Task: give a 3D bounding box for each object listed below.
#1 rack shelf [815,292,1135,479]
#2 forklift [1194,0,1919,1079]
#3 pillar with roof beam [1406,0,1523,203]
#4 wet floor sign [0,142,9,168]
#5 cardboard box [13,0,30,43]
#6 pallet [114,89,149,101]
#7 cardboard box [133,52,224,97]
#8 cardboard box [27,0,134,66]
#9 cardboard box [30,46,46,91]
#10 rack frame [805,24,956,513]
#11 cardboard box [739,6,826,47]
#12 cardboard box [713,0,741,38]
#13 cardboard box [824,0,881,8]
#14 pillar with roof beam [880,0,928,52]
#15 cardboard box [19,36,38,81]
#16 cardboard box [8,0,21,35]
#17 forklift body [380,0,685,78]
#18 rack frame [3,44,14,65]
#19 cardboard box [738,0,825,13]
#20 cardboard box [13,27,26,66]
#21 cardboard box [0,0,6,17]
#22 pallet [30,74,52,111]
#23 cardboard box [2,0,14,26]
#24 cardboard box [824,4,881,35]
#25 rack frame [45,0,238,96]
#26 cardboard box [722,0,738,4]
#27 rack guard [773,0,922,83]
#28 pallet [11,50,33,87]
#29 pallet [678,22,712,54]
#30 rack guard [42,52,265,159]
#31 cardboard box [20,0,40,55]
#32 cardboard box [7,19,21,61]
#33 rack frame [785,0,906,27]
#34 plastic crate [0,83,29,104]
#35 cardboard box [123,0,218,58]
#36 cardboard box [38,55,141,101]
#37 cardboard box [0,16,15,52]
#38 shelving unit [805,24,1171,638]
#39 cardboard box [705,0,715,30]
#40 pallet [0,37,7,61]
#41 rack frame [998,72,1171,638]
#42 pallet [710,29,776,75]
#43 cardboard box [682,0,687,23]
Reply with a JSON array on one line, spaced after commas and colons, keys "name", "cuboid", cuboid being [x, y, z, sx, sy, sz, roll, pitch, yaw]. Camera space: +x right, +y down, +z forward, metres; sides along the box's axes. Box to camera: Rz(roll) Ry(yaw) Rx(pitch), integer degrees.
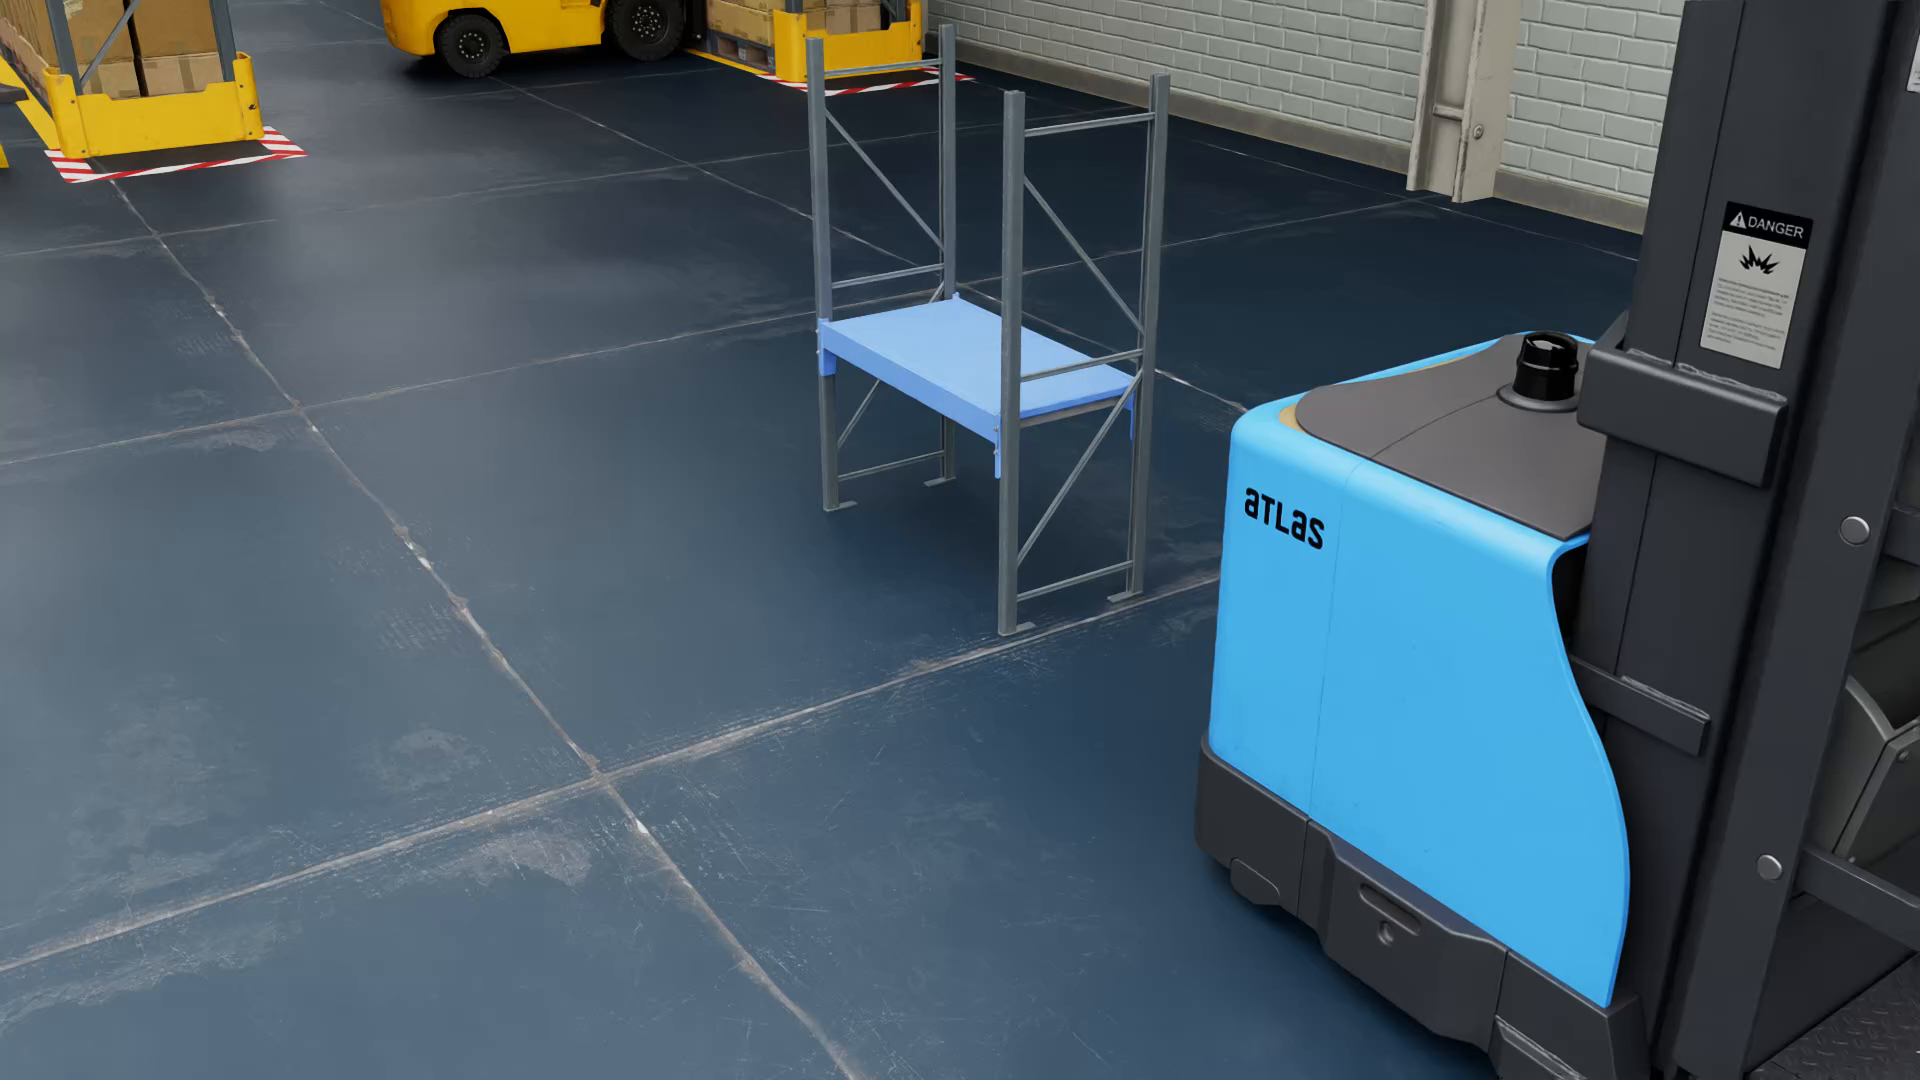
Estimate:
[{"name": "rack shelf", "cuboid": [0.047, -0.485, 4.942, 0.538, 0.185, 1.000, -16, 29, -30]}, {"name": "forklift", "cuboid": [1.775, -0.212, 2.265, 1.130, 2.935, 3.031, -17, 30, -31]}, {"name": "pillar with roof beam", "cuboid": [-0.827, -5.036, 5.377, 9.100, 9.000, 0.400, -16, 29, -30]}, {"name": "wet floor sign", "cuboid": [-5.820, -2.473, 9.733, 0.267, 0.644, 0.232, -6, 26, -12]}, {"name": "cardboard box", "cuboid": [-6.241, -3.735, 11.498, 0.500, 0.500, 0.500, -16, 30, -31]}, {"name": "pallet", "cuboid": [-5.483, -2.920, 11.189, 1.003, 0.211, 1.213, -16, 29, -30]}, {"name": "cardboard box", "cuboid": [-5.236, -3.155, 11.148, 0.500, 0.250, 0.500, -16, 30, -30]}, {"name": "cardboard box", "cuboid": [-5.683, -3.367, 10.718, 0.500, 0.500, 0.500, -15, 29, -29]}, {"name": "cardboard box", "cuboid": [-5.970, -3.215, 11.276, 0.500, 0.250, 0.500, -15, 29, -29]}, {"name": "rack frame", "cuboid": [-0.231, -0.830, 5.250, 0.500, 1.500, 0.032, -16, 29, -30]}, {"name": "cardboard box", "cuboid": [-1.392, -4.054, 13.053, 0.500, 0.250, 0.500, -15, 29, -29]}, {"name": "cardboard box", "cuboid": [-1.655, -4.234, 13.435, 0.500, 0.250, 0.500, -16, 29, -30]}, {"name": "cardboard box", "cuboid": [-0.953, -4.402, 13.205, 0.500, 0.250, 0.500, -15, 29, -29]}, {"name": "pillar with roof beam", "cuboid": [-4.103, -7.182, 9.923, 9.100, 9.000, 0.400, -16, 29, -30]}, {"name": "cardboard box", "cuboid": [-6.261, -3.401, 11.670, 0.500, 0.250, 0.500, -17, 30, -31]}, {"name": "cardboard box", "cuboid": [-6.531, -3.923, 11.897, 0.500, 0.500, 0.500, -14, 29, -27]}, {"name": "forklift body", "cuboid": [-3.434, -4.883, 13.073, 2.313, 2.155, 1.214, -16, 29, -30]}, {"name": "rack frame", "cuboid": [-7.211, -5.286, 12.934, 1.000, 3.000, 0.127, -16, 29, -30]}, {"name": "cardboard box", "cuboid": [-1.398, -4.287, 12.961, 0.500, 0.250, 0.500, -16, 30, -30]}, {"name": "cardboard box", "cuboid": [-6.523, -3.581, 12.051, 0.500, 0.250, 0.500, -16, 30, -30]}, {"name": "cardboard box", "cuboid": [-7.115, -4.298, 12.690, 0.500, 0.500, 0.500, -14, 29, -27]}, {"name": "pallet", "cuboid": [-6.145, -3.356, 12.112, 1.003, 0.211, 1.213, -16, 29, -30]}, {"name": "cardboard box", "cuboid": [-6.813, -4.109, 12.291, 0.500, 0.500, 0.500, -14, 29, -28]}, {"name": "cardboard box", "cuboid": [-0.975, -4.181, 13.322, 0.500, 0.250, 0.500, -15, 29, -29]}, {"name": "rack frame", "cuboid": [-5.027, -3.855, 9.903, 1.000, 3.000, 0.127, -16, 29, -30]}, {"name": "cardboard box", "cuboid": [-1.663, -4.469, 13.346, 0.500, 0.250, 0.500, -16, 30, -30]}, {"name": "rack guard", "cuboid": [-0.858, -3.874, 12.871, 1.175, 0.500, 0.348, -16, 29, -30]}, {"name": "pallet", "cuboid": [-6.815, -3.793, 13.037, 1.003, 0.211, 1.213, -16, 29, -30]}, {"name": "pallet", "cuboid": [-1.985, -4.452, 14.433, 1.003, 0.211, 1.213, -16, 29, -30]}, {"name": "rack guard", "cuboid": [-5.069, -2.752, 10.494, 1.175, 0.500, 0.348, -16, 29, -30]}, {"name": "cardboard box", "cuboid": [-5.971, -3.552, 11.112, 0.500, 0.500, 0.500, -14, 29, -28]}, {"name": "cardboard box", "cuboid": [-6.814, -3.770, 12.452, 0.500, 0.250, 0.500, -14, 29, -27]}, {"name": "rack frame", "cuboid": [-0.871, -5.013, 12.356, 1.000, 3.000, 0.127, -16, 29, -30]}, {"name": "plastic crate", "cuboid": [-7.041, -3.213, 11.962, 0.583, 0.080, 0.402, 18, 31, 33]}, {"name": "cardboard box", "cuboid": [-5.250, -3.502, 11.006, 0.500, 0.500, 0.500, -17, 30, -31]}, {"name": "cardboard box", "cuboid": [-5.707, -3.037, 10.898, 0.500, 0.250, 0.500, -16, 29, -30]}, {"name": "cardboard box", "cuboid": [-7.115, -3.958, 12.851, 0.500, 0.250, 0.500, -17, 30, -32]}, {"name": "shelving unit", "cuboid": [0.047, -0.648, 4.865, 0.538, 1.500, 1.048, -16, 29, -30]}, {"name": "cardboard box", "cuboid": [-1.921, -4.415, 13.818, 0.500, 0.250, 0.500, -15, 29, -29]}, {"name": "pallet", "cuboid": [-7.637, -4.303, 14.118, 1.003, 0.211, 1.213, -16, 29, -30]}, {"name": "rack frame", "cuboid": [0.324, -0.466, 4.480, 0.500, 1.500, 0.032, -16, 29, -30]}, {"name": "pallet", "cuboid": [-1.323, -4.016, 13.510, 1.003, 0.211, 1.213, -16, 29, -30]}, {"name": "cardboard box", "cuboid": [-2.223, -4.596, 14.201, 0.500, 0.250, 0.500, -15, 29, -28]}]
